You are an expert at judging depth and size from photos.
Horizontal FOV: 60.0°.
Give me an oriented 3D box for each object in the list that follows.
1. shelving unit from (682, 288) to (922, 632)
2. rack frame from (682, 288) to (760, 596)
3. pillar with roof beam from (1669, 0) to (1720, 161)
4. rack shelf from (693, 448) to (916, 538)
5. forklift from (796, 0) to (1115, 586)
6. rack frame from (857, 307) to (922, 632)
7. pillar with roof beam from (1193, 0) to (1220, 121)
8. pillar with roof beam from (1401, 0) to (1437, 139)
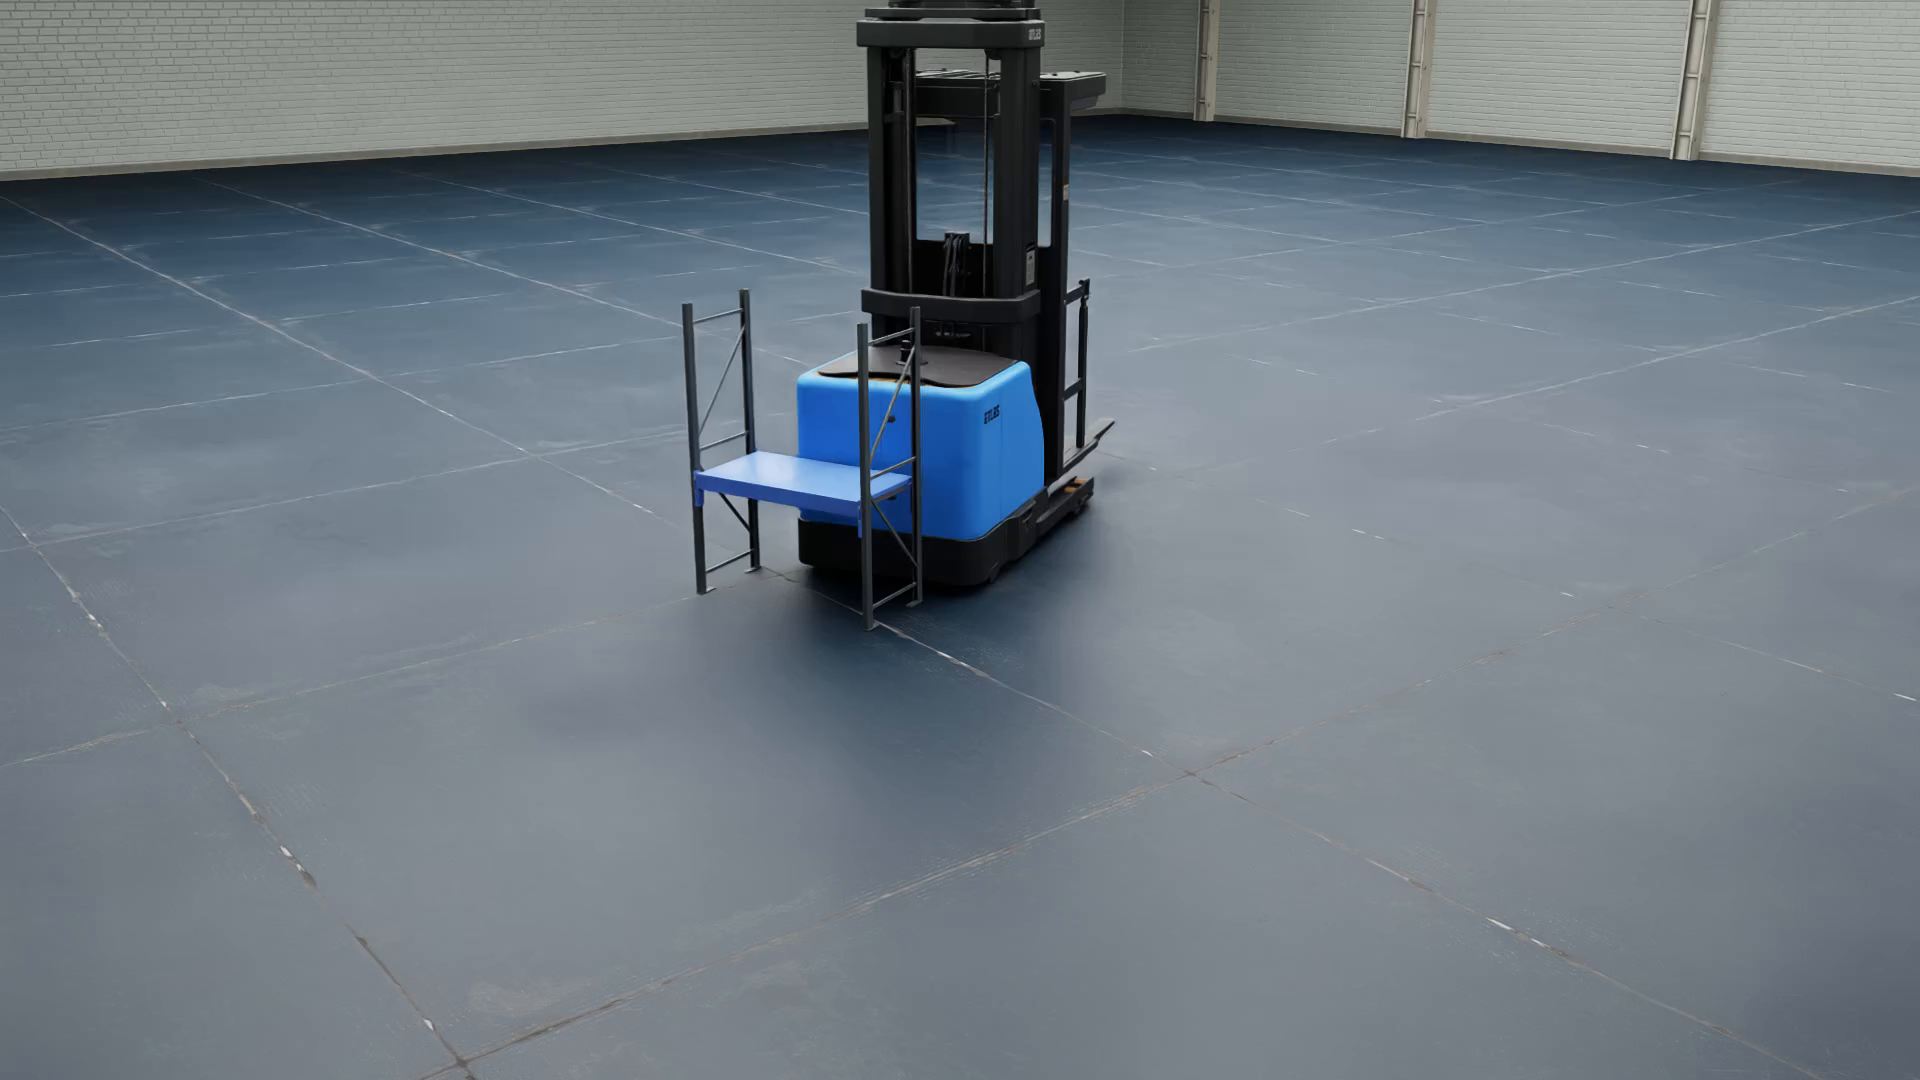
[{"bbox_3d":[-0.770,-0.418,8.238,1.048,1.500,0.538,10,21,28],"label":"shelving unit"},{"bbox_3d":[-1.209,-0.498,8.481,0.032,1.500,0.500,10,21,28],"label":"rack frame"},{"bbox_3d":[9.834,-10.378,26.388,9.100,9.000,0.400,-14,23,-36],"label":"pillar with roof beam"},{"bbox_3d":[-0.770,-0.247,8.295,1.000,0.185,0.538,10,21,28],"label":"rack shelf"},{"bbox_3d":[0.160,-1.584,9.484,1.130,2.935,3.031,7,20,21],"label":"forklift"},{"bbox_3d":[-0.330,-0.338,7.996,0.032,1.500,0.500,10,21,28],"label":"rack frame"},{"bbox_3d":[2.383,-13.335,35.318,9.100,9.000,0.400,-14,23,-36],"label":"pillar with roof beam"},{"bbox_3d":[6.108,-11.856,30.853,9.100,9.000,0.400,-14,23,-36],"label":"pillar with roof beam"}]
